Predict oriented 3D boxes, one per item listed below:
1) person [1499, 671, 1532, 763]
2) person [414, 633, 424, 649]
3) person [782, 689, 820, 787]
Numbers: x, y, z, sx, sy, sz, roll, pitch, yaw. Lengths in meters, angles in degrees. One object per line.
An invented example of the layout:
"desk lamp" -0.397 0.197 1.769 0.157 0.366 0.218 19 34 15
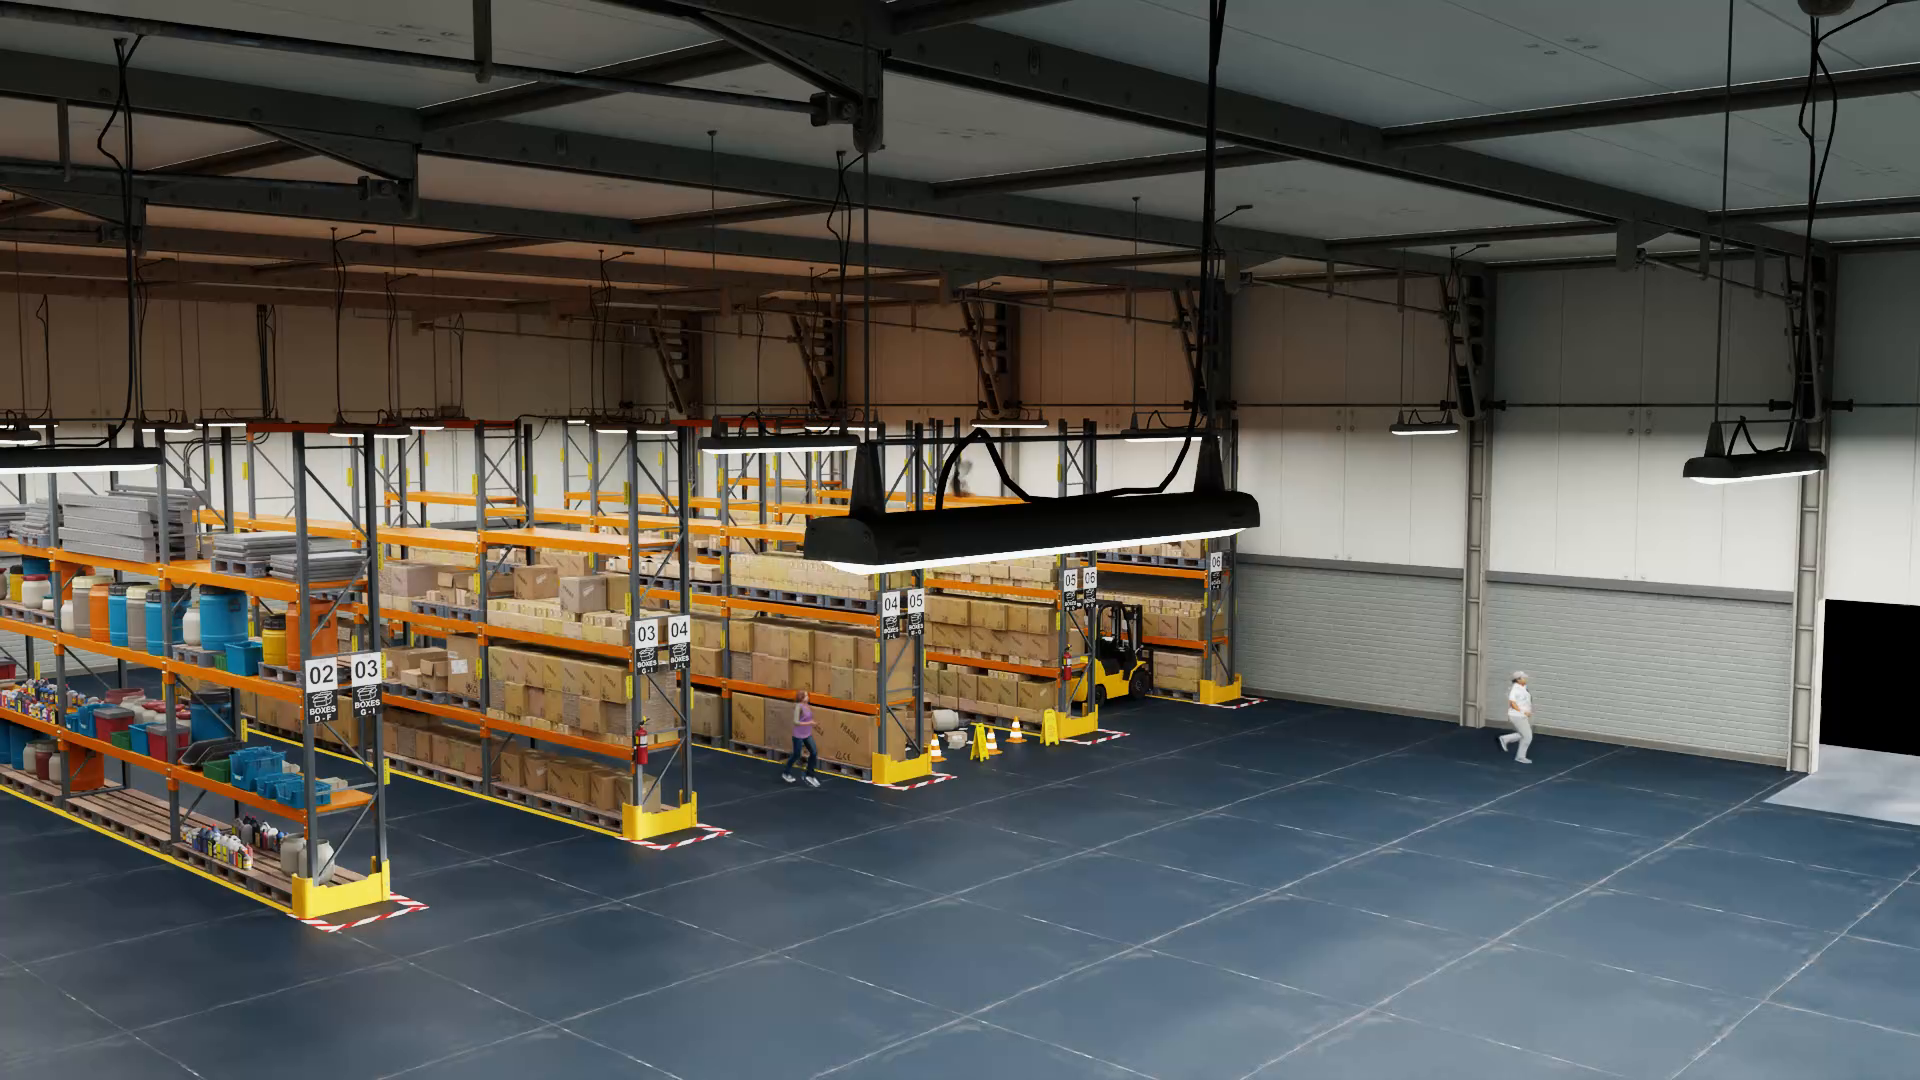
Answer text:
"person" 9.857 3.127 29.471 0.592 1.632 0.608 2 5 24
"person" -13.148 2.192 40.513 0.600 1.654 0.569 4 6 41
"person" -2.641 3.277 27.545 0.729 1.637 0.525 3 5 30
